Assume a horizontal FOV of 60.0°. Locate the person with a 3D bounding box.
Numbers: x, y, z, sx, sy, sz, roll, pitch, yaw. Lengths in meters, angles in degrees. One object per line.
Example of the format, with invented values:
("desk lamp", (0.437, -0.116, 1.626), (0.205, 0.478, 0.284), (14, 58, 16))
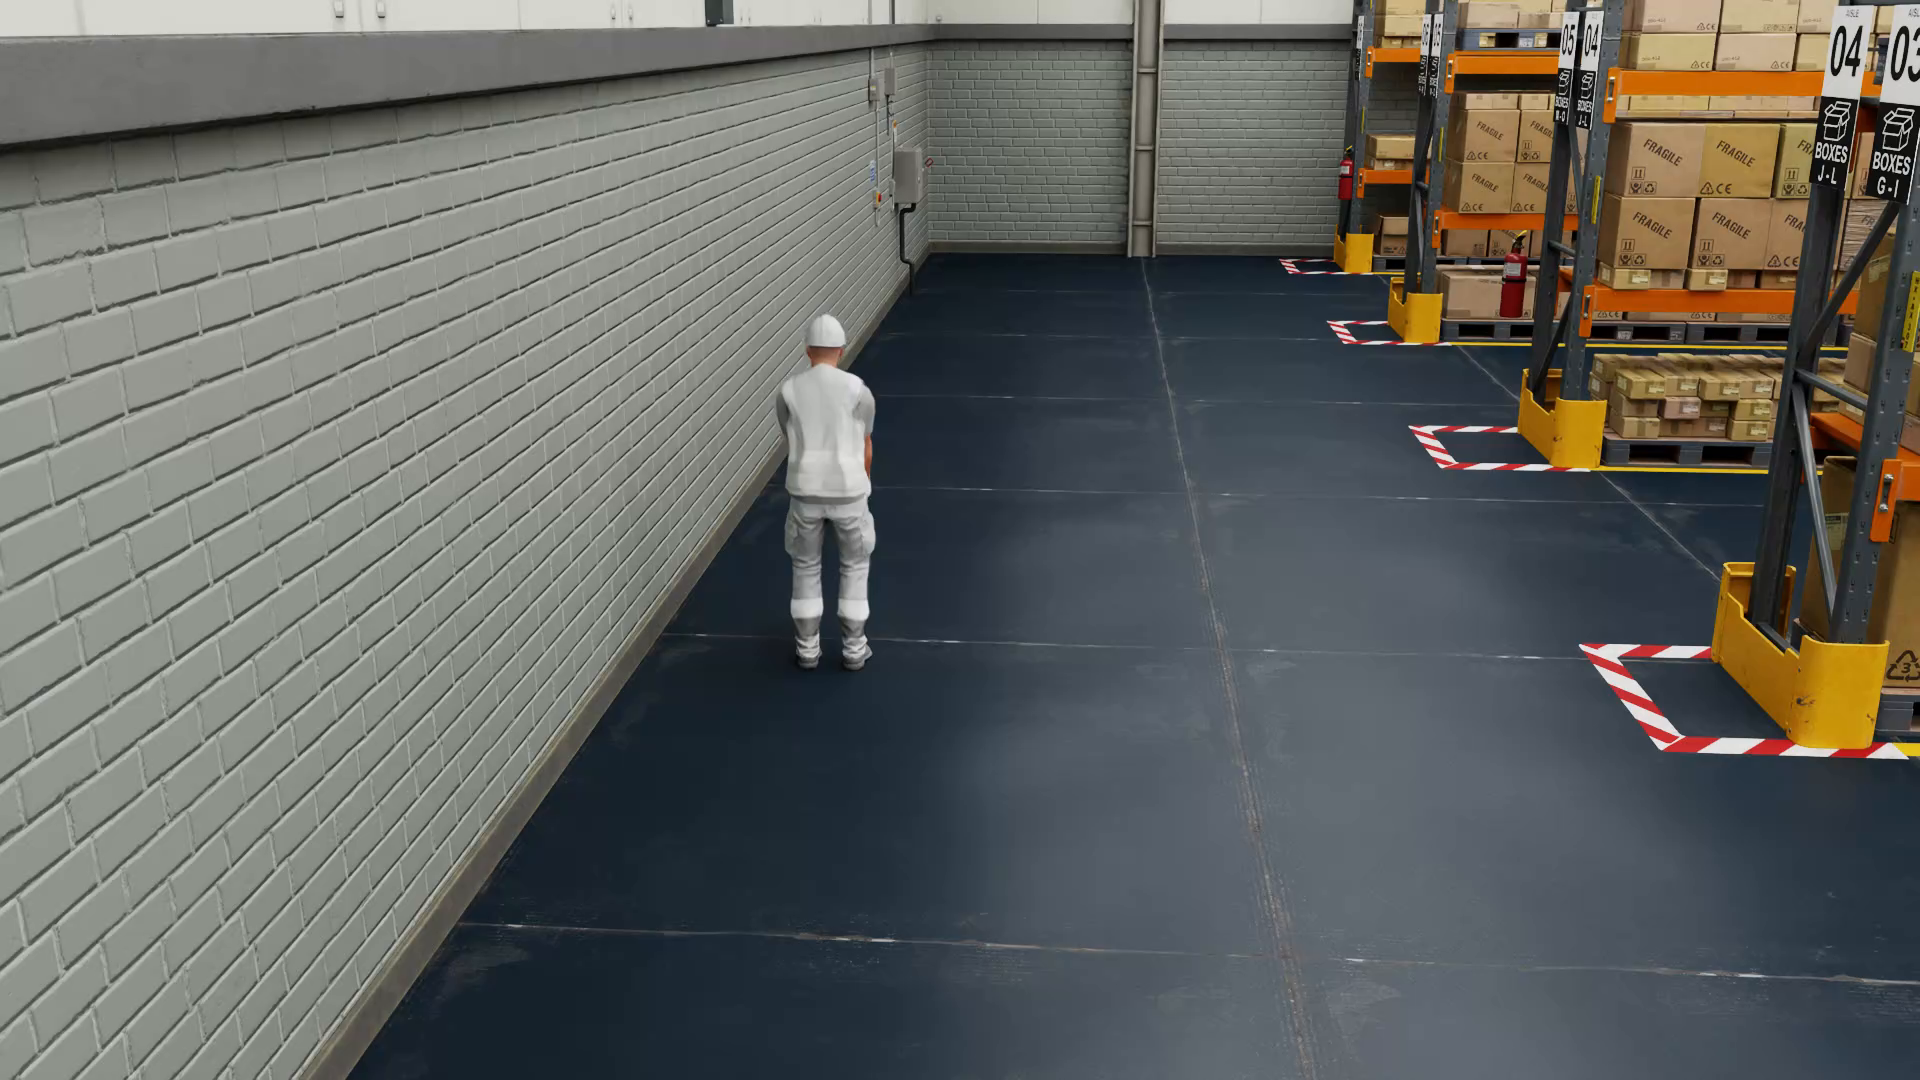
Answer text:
("person", (-0.661, -0.248, 8.342), (0.489, 1.762, 0.587), (1, 17, 3))
